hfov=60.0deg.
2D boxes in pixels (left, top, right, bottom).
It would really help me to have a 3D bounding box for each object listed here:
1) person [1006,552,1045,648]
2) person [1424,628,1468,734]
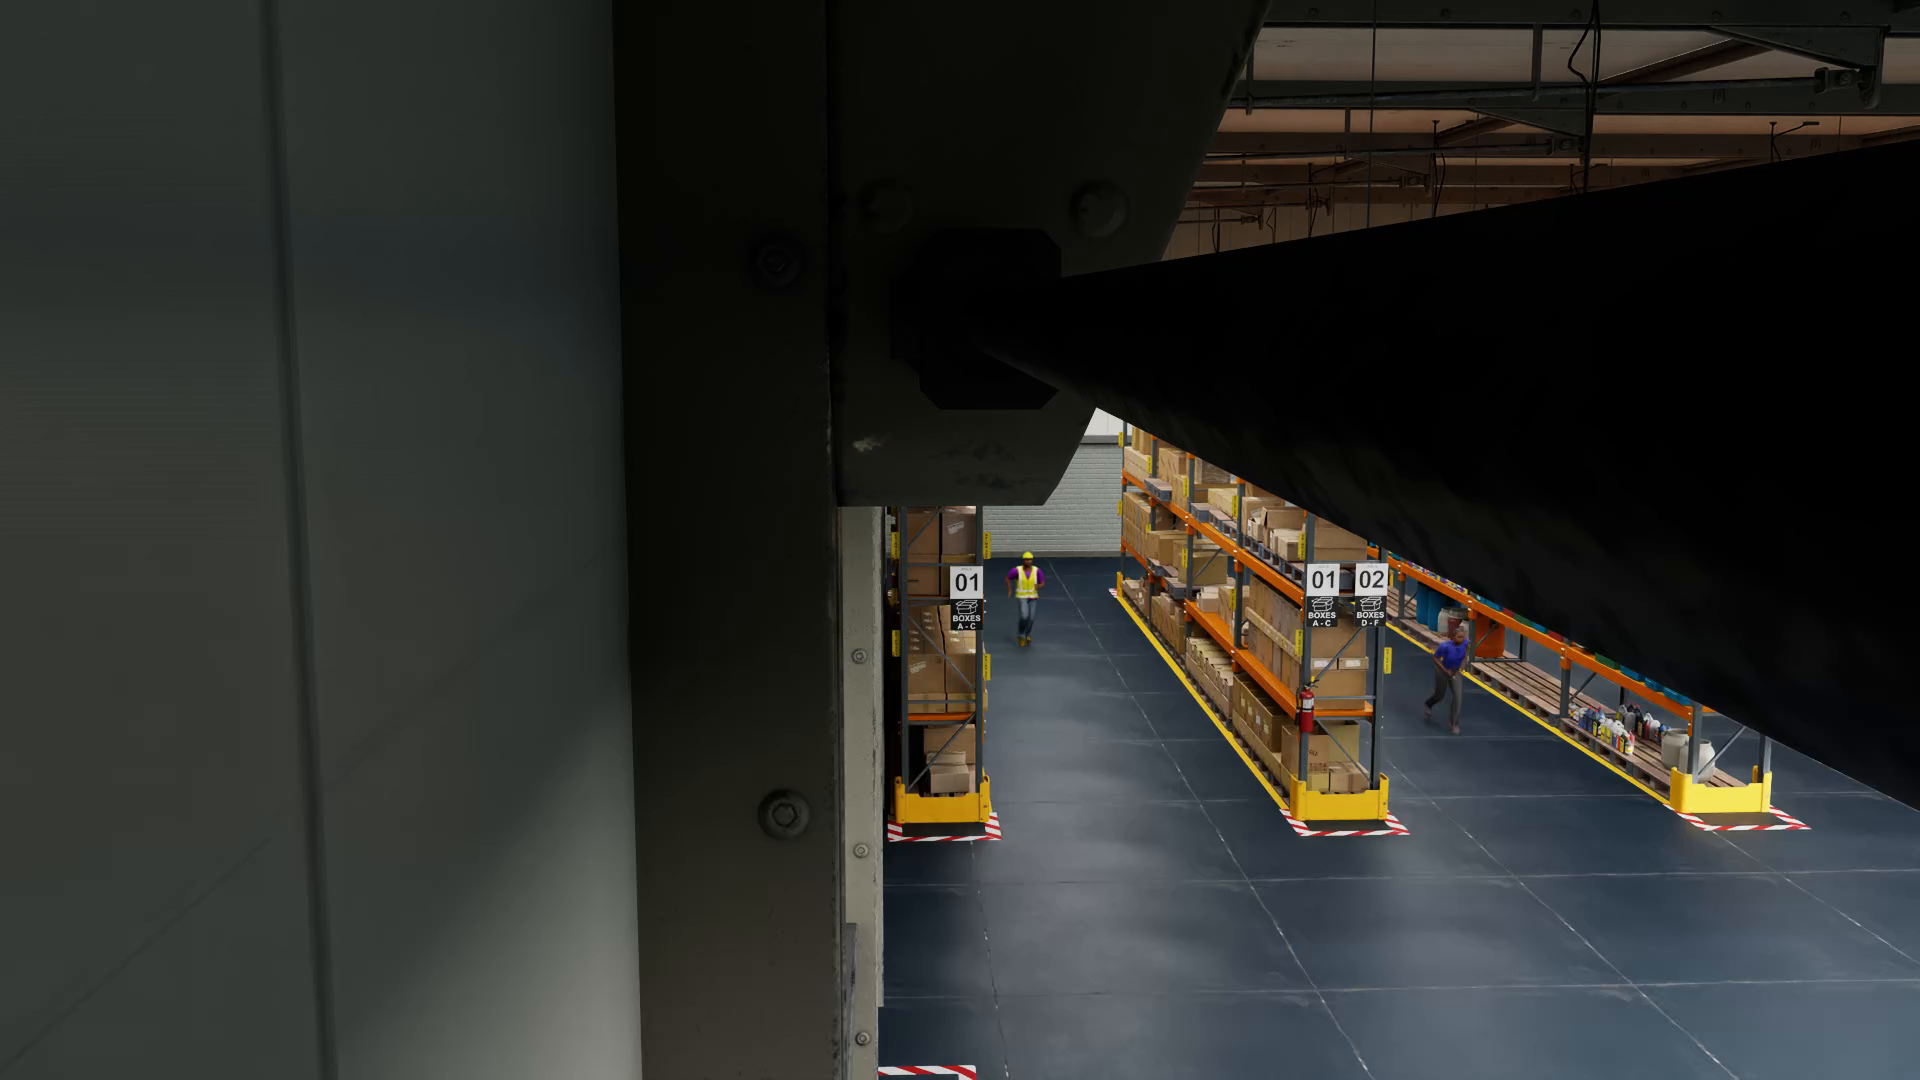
[{"bbox_3d":[1.249,1.112,30.998,0.675,1.789,0.725,-2,8,-13],"label":"person"},{"bbox_3d":[7.336,2.053,25.114,0.613,1.617,0.980,-3,8,-17],"label":"person"}]
